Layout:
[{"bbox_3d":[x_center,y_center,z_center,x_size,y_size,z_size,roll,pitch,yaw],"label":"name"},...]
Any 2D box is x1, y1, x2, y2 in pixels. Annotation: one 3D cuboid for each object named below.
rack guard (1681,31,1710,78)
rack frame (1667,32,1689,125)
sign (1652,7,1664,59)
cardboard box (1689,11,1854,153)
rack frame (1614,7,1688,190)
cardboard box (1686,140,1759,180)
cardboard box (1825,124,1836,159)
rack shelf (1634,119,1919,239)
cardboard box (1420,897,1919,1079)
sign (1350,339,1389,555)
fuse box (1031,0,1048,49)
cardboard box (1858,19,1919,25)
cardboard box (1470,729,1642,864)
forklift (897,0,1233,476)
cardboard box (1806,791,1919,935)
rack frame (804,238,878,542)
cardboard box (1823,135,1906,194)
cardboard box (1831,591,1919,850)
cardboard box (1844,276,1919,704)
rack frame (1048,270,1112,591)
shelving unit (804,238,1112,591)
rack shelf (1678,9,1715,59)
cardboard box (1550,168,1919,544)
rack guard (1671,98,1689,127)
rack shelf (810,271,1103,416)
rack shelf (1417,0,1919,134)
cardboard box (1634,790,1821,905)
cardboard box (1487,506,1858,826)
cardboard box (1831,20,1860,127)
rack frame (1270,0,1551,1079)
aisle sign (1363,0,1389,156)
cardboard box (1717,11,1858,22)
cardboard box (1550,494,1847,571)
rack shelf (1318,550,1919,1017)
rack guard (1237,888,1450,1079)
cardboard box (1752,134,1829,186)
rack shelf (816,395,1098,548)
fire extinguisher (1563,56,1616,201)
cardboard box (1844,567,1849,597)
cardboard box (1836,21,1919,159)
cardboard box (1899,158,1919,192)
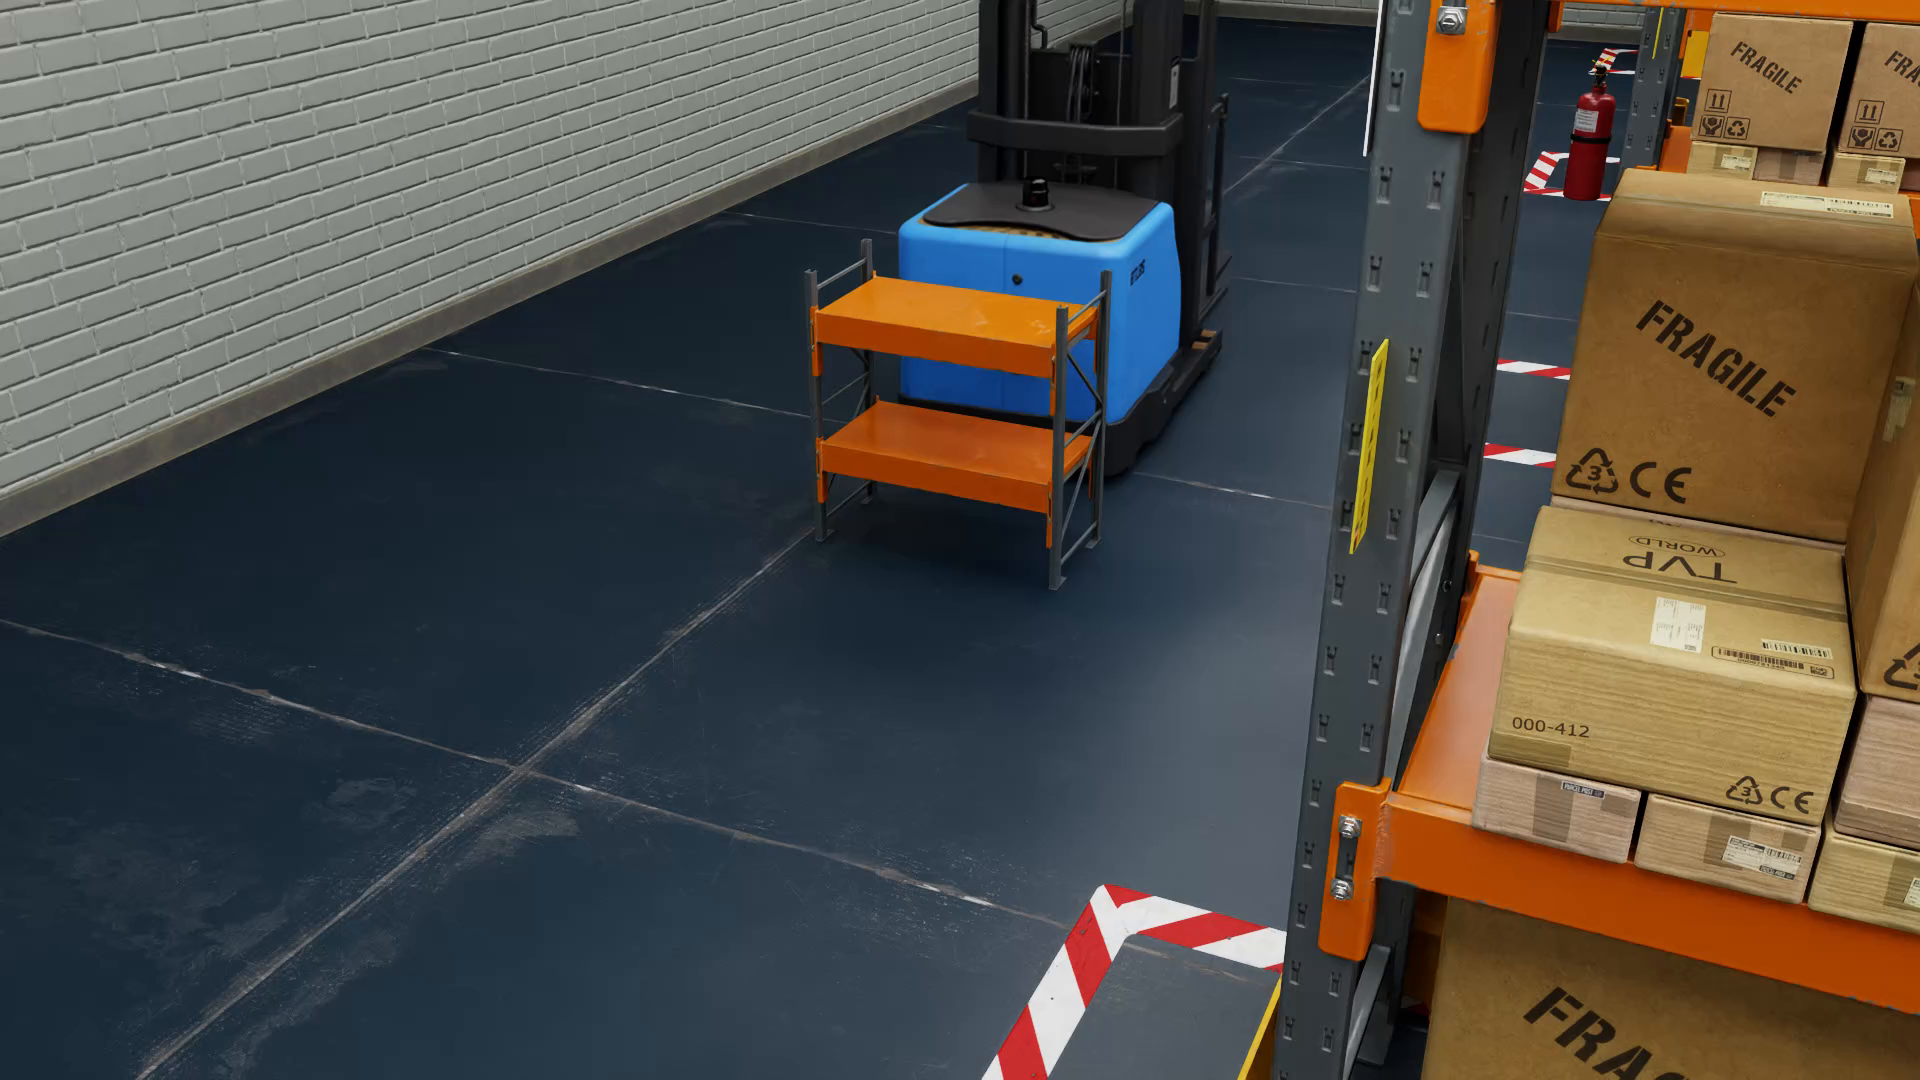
[{"bbox_3d":[7.091,-4.786,15.905,0.348,0.500,1.175,11,28,22],"label":"rack guard"},{"bbox_3d":[4.970,-3.925,11.326,0.127,3.000,1.000,11,28,22],"label":"rack frame"},{"bbox_3d":[2.789,-2.086,6.611,0.005,0.325,0.100,11,28,22],"label":"sign"},{"bbox_3d":[3.307,-1.901,6.766,0.500,0.500,0.500,13,29,24],"label":"cardboard box"},{"bbox_3d":[3.013,-1.916,7.246,0.127,3.000,1.000,11,28,22],"label":"rack frame"},{"bbox_3d":[3.172,-1.612,6.913,0.250,0.149,0.380,11,28,21],"label":"cardboard box"},{"bbox_3d":[3.872,-1.757,7.207,0.250,0.149,0.380,11,28,21],"label":"cardboard box"},{"bbox_3d":[4.834,-1.228,6.662,4.000,0.370,1.077,11,28,22],"label":"rack shelf"},{"bbox_3d":[1.484,0.909,3.437,0.875,0.875,0.875,11,28,22],"label":"cardboard box"},{"bbox_3d":[0.633,-0.142,2.573,0.005,0.325,0.100,11,28,22],"label":"sign"},{"bbox_3d":[0.830,-5.186,15.347,0.414,1.711,0.539,11,28,22],"label":"fuse box"},{"bbox_3d":[3.774,-2.264,6.371,0.500,0.500,0.500,12,29,23],"label":"cardboard box"},{"bbox_3d":[1.054,0.370,2.887,0.250,0.149,0.380,12,29,22],"label":"cardboard box"},{"bbox_3d":[0.722,-2.216,7.933,1.130,2.935,3.031,10,28,19],"label":"forklift"},{"bbox_3d":[1.522,0.463,2.698,0.250,0.149,0.380,11,28,21],"label":"cardboard box"},{"bbox_3d":[-0.469,-0.599,6.693,0.032,1.125,0.500,11,28,22],"label":"rack frame"},{"bbox_3d":[3.644,-1.512,6.709,0.250,0.149,0.380,11,28,20],"label":"cardboard box"},{"bbox_3d":[1.669,0.282,2.614,0.500,0.250,0.500,11,28,21],"label":"cardboard box"},{"bbox_3d":[1.648,-0.055,2.450,0.500,0.500,0.500,11,28,21],"label":"cardboard box"},{"bbox_3d":[0.457,-0.413,6.315,0.032,1.125,0.500,11,28,22],"label":"rack frame"},{"bbox_3d":[-0.006,-0.506,6.504,1.048,1.125,0.538,11,28,22],"label":"shelving unit"},{"bbox_3d":[6.791,-3.236,10.742,4.000,0.370,1.077,11,28,22],"label":"rack shelf"},{"bbox_3d":[1.420,-0.359,3.068,0.500,0.500,0.500,12,29,22],"label":"cardboard box"},{"bbox_3d":[4.948,-2.808,11.887,0.348,0.500,1.175,11,28,22],"label":"rack guard"},{"bbox_3d":[-0.006,-0.768,6.375,1.000,0.278,0.538,11,28,22],"label":"rack shelf"},{"bbox_3d":[2.689,-0.597,1.986,4.000,0.370,1.077,11,28,22],"label":"rack shelf"},{"bbox_3d":[1.289,0.416,2.793,0.250,0.149,0.380,11,28,21],"label":"cardboard box"},{"bbox_3d":[1.193,0.190,2.801,0.500,0.250,0.500,11,28,20],"label":"cardboard box"},{"bbox_3d":[3.995,-2.019,7.006,0.500,0.500,0.500,11,28,21],"label":"cardboard box"},{"bbox_3d":[0.868,0.060,3.233,0.127,3.000,1.000,11,28,22],"label":"rack frame"},{"bbox_3d":[0.678,-0.999,2.440,0.004,0.787,0.394,11,28,22],"label":"aisle sign"},{"bbox_3d":[3.312,-2.354,6.554,0.500,0.500,0.500,11,28,21],"label":"cardboard box"},{"bbox_3d":[1.419,-0.024,3.237,0.500,0.250,0.500,11,28,21],"label":"cardboard box"},{"bbox_3d":[2.689,0.748,2.649,4.000,0.370,1.077,11,28,22],"label":"rack shelf"},{"bbox_3d":[0.846,1.177,3.794,0.348,0.500,1.175,11,28,22],"label":"rack guard"},{"bbox_3d":[3.421,-1.582,6.853,0.250,0.149,0.380,12,29,24],"label":"cardboard box"},{"bbox_3d":[-0.006,-0.287,6.612,1.000,0.278,0.538,11,28,22],"label":"rack shelf"},{"bbox_3d":[2.975,-1.946,7.816,0.183,0.674,0.296,11,28,22],"label":"fire extinguisher"},{"bbox_3d":[1.880,0.069,3.048,0.500,0.250,0.500,11,28,21],"label":"cardboard box"},{"bbox_3d":[3.805,-1.814,6.588,0.500,0.500,0.500,11,28,22],"label":"cardboard box"},{"bbox_3d":[3.937,-1.519,6.725,0.250,0.149,0.380,13,29,24],"label":"cardboard box"}]
